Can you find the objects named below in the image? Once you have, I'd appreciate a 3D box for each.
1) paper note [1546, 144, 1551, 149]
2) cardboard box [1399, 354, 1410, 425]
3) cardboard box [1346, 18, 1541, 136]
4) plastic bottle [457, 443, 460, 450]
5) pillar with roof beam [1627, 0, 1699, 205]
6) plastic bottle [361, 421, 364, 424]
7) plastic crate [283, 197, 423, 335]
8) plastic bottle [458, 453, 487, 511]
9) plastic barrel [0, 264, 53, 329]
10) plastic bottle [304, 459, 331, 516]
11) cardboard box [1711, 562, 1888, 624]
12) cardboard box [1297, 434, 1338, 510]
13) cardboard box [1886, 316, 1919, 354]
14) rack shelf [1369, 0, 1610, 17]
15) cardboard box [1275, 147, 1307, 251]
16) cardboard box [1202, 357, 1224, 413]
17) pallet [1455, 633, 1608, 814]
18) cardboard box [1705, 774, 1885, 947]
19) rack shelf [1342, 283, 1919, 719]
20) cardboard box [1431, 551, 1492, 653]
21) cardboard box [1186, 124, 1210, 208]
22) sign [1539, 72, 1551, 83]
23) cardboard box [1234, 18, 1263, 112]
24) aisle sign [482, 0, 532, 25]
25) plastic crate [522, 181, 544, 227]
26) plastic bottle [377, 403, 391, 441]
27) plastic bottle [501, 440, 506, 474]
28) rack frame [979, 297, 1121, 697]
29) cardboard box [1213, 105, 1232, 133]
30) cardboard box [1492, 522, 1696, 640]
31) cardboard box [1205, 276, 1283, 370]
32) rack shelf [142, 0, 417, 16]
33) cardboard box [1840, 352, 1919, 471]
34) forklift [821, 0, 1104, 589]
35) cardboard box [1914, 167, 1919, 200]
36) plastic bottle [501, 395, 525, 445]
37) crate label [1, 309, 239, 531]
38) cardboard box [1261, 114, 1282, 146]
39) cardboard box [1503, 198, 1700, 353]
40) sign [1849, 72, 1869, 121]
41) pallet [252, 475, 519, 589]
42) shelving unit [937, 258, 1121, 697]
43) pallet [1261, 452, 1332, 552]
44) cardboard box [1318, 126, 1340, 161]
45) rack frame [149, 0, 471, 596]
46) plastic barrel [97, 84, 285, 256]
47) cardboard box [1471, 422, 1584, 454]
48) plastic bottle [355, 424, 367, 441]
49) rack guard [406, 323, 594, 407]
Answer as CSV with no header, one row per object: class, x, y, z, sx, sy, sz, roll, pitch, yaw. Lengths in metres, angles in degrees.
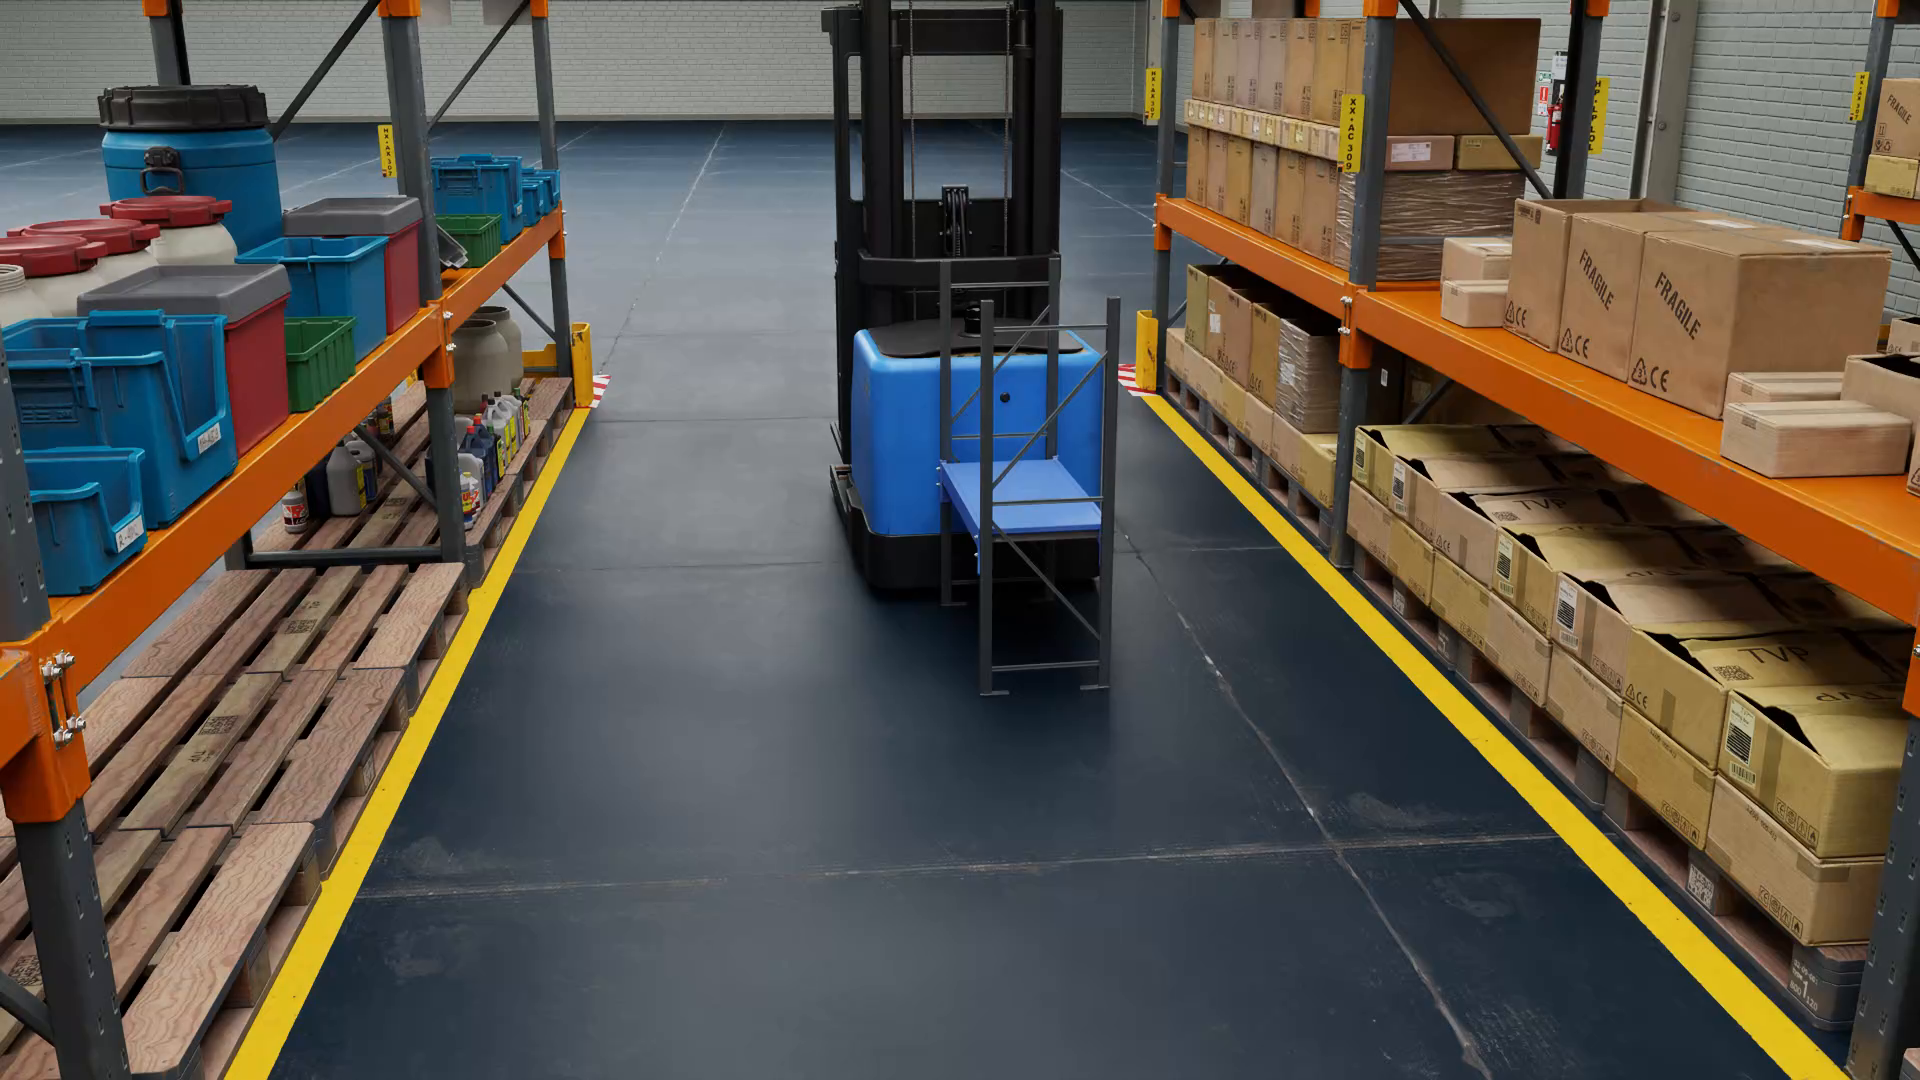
paper note,6.903,-4.648,19.444,0.016,0.148,0.142,-2,18,-6
cardboard box,2.446,-0.867,8.567,0.500,0.500,0.500,-2,18,-6
cardboard box,2.190,-2.123,7.597,0.700,0.500,0.500,-2,18,-5
plastic bottle,-2.491,-0.373,8.178,0.097,0.271,0.097,0,17,0
pillar with roof beam,2.788,-7.005,15.466,9.100,9.000,0.400,-2,18,-6
plastic bottle,-3.154,-0.530,8.677,0.097,0.271,0.097,0,17,0
plastic crate,-2.331,-1.068,6.463,0.402,0.464,0.583,-2,18,-6
plastic bottle,-2.343,-0.286,7.894,0.152,0.276,0.135,-1,17,-4
plastic barrel,-2.635,-0.459,4.444,0.421,0.512,0.421,0,17,0
plastic bottle,-3.039,-0.301,7.816,0.144,0.351,0.185,-2,18,-7
cardboard box,2.780,0.238,5.363,0.500,0.311,0.500,-2,18,-7
cardboard box,1.977,-0.344,8.154,0.500,0.250,0.500,-2,18,-6
cardboard box,6.738,-1.388,11.344,0.500,0.311,0.500,-4,18,-12
rack shelf,2.448,-1.816,5.147,1.077,0.370,4.000,-2,18,-6
cardboard box,2.081,-1.810,8.768,0.700,0.500,0.500,-2,17,-5
cardboard box,1.770,-0.940,10.052,0.500,0.250,0.500,-2,18,-6
pallet,2.486,0.589,5.948,1.003,0.211,1.213,-2,18,-6
cardboard box,2.358,0.830,4.414,0.500,0.250,0.500,-1,17,-4
rack shelf,2.448,-0.385,5.596,1.077,0.370,4.000,-2,18,-6
cardboard box,2.145,0.222,6.351,0.500,0.250,0.500,-2,18,-7
cardboard box,1.865,-2.424,10.723,0.700,0.500,0.500,-2,18,-6
sign,6.890,-5.449,19.582,0.001,0.109,0.331,-2,18,-6
cardboard box,1.983,-2.720,9.501,0.700,0.500,0.500,-2,18,-5
aisle sign,-2.810,-3.635,10.406,0.394,0.787,0.004,-2,18,-6
plastic crate,-2.687,-1.959,9.658,0.499,0.251,0.408,-2,18,-6
plastic bottle,-3.210,-0.658,9.202,0.097,0.201,0.097,0,17,0
plastic bottle,-2.381,-0.441,8.512,0.097,0.201,0.097,0,17,0
rack frame,0.322,-0.138,6.113,0.500,1.500,0.032,-3,18,-8
cardboard box,1.734,-2.521,9.949,0.380,0.149,0.250,-2,18,-6
cardboard box,2.197,0.109,5.775,0.500,0.311,0.500,-1,17,-4
cardboard box,1.781,-1.298,9.940,0.500,0.500,0.500,-2,18,-6
rack shelf,-2.479,-1.664,4.663,1.077,0.370,4.000,-2,18,-6
cardboard box,2.755,-0.362,4.471,0.500,0.311,0.500,-2,18,-6
forklift,-0.096,-1.585,8.331,1.130,2.935,3.031,-3,18,-8
cardboard box,6.558,-2.298,10.707,0.500,0.250,0.500,-2,18,-7
plastic bottle,-2.474,-0.665,9.099,0.152,0.276,0.135,-2,18,-5
crate label,-2.106,-0.301,4.070,0.502,0.435,0.616,-2,18,-6
cardboard box,1.841,-2.213,8.968,0.380,0.149,0.250,-1,17,-4
cardboard box,2.359,-0.985,6.141,0.500,0.500,0.500,-1,17,-2
sign,6.216,-3.066,11.490,0.100,0.325,0.005,-2,18,-6
pallet,-2.713,-0.043,7.961,1.003,0.211,1.213,-2,18,-6
shelving unit,0.243,-0.289,6.592,0.538,1.500,1.048,-3,18,-8
pallet,2.201,-0.232,8.563,1.003,0.211,1.213,-2,18,-6
cardboard box,1.948,-1.907,7.994,0.380,0.149,0.250,-2,18,-7
rack frame,-2.685,-1.172,6.902,1.000,3.000,0.127,-2,18,-6
plastic barrel,-2.947,-1.287,6.431,0.600,0.901,0.708,-2,18,-6
cardboard box,2.569,-0.368,7.295,0.500,0.311,0.500,-2,18,-6
plastic bottle,-2.992,-0.433,8.349,0.061,0.283,0.133,-2,18,-6
rack guard,-3.043,-1.150,11.005,1.175,0.500,0.348,-2,18,-6
